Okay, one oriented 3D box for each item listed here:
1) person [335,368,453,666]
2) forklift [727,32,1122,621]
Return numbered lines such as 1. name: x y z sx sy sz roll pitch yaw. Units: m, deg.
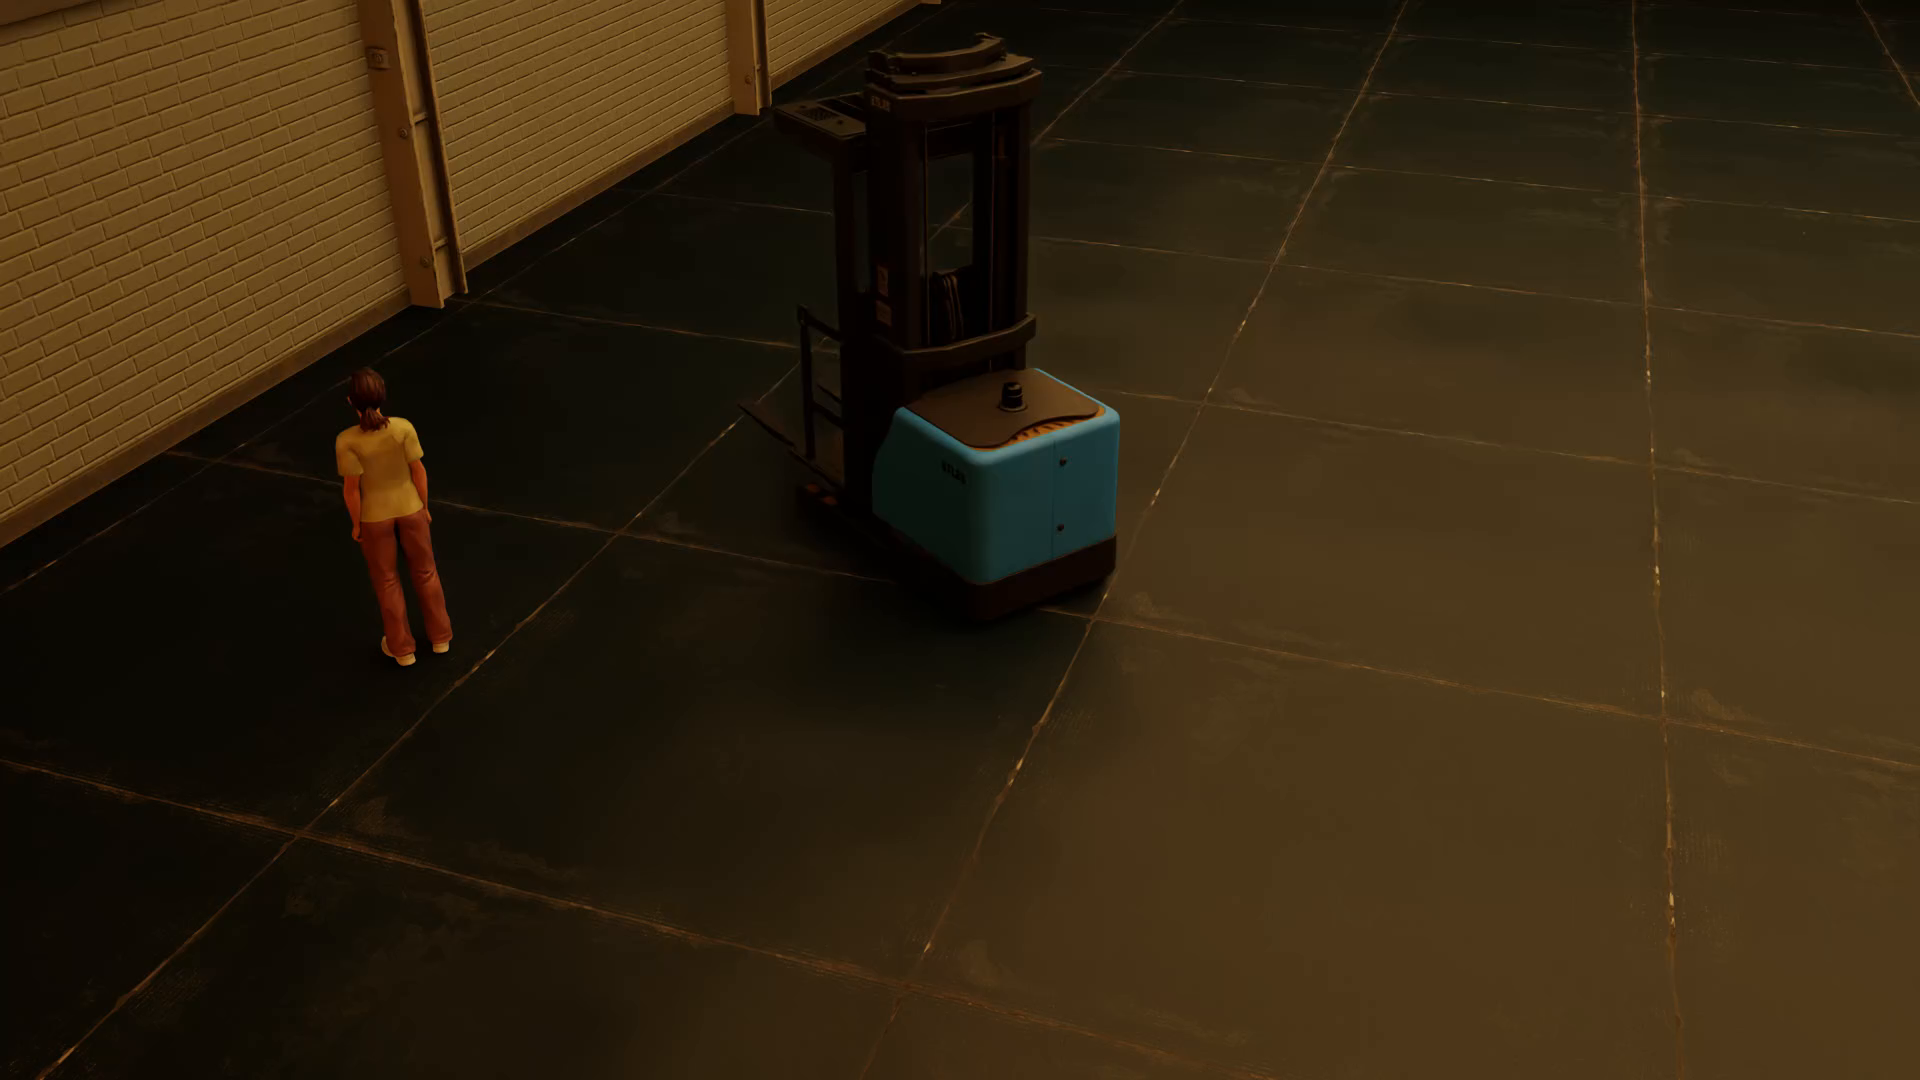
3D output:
1. person: -2.954 -0.120 8.619 0.438 1.671 0.382 -17 34 -28
2. forklift: -0.384 -1.493 9.756 1.130 2.935 3.031 -21 36 -32
